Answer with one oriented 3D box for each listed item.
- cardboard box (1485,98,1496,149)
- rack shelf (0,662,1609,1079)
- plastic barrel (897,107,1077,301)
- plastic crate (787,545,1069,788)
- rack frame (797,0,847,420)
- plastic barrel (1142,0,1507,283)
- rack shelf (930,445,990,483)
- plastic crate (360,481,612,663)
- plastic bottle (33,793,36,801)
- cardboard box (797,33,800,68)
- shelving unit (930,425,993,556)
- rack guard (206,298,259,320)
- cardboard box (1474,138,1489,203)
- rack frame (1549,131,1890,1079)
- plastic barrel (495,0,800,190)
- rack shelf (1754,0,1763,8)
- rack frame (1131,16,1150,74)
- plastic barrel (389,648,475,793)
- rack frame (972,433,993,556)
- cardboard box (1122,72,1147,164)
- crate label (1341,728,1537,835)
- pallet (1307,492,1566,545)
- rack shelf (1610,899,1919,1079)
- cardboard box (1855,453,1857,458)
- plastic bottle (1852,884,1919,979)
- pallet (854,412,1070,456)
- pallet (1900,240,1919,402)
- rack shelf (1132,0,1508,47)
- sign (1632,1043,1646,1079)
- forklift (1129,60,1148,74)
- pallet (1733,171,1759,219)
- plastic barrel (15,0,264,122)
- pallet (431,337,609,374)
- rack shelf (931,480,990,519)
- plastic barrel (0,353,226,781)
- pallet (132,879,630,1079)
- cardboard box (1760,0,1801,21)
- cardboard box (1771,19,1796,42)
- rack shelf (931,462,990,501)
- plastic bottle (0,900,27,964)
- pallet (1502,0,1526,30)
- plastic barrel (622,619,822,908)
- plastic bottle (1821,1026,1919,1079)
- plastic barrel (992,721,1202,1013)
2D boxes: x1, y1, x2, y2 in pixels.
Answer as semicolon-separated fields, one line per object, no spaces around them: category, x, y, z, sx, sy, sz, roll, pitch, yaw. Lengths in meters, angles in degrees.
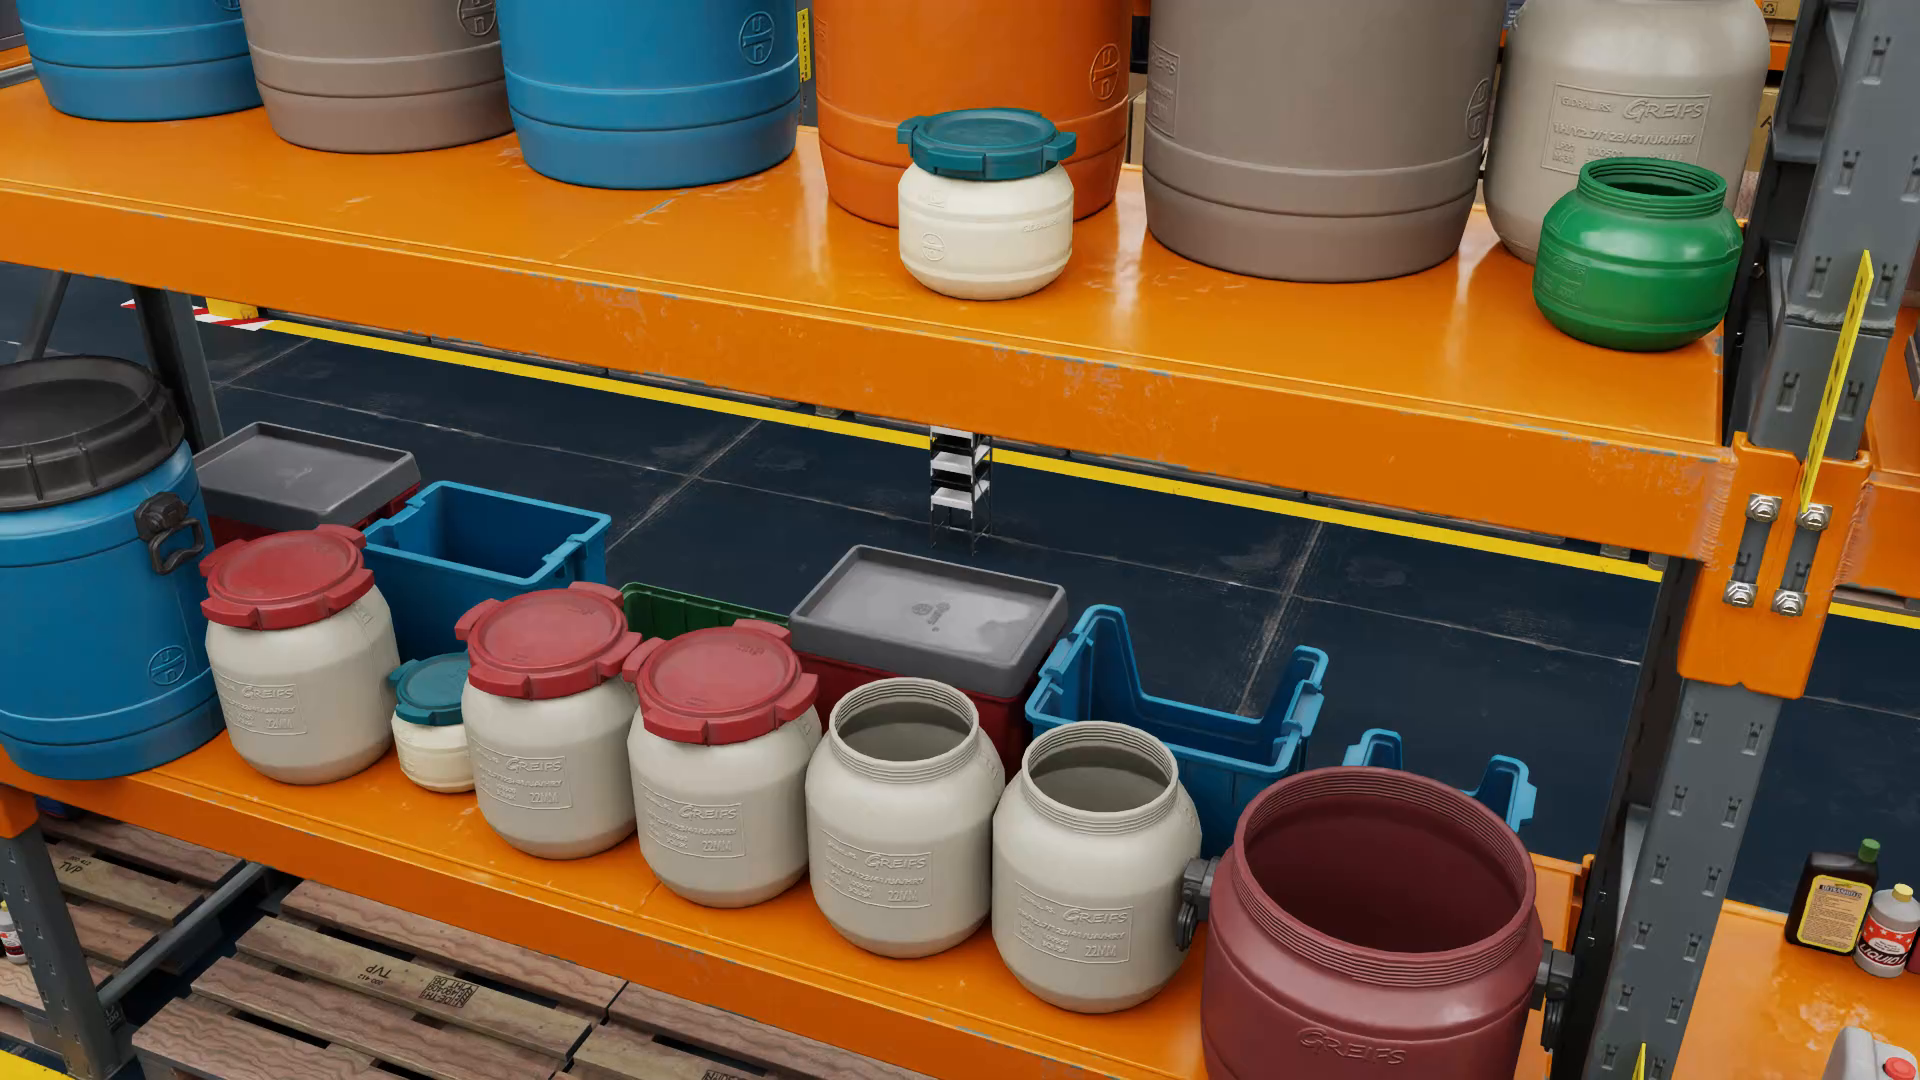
cardboard box;3.914;-3.067;12.222;0.500;0.500;0.700;11;31;19
rack shelf;-0.544;0.754;4.099;4.000;0.370;1.077;11;31;19
plastic barrel;0.043;-0.564;2.791;0.301;0.262;0.301;0;29;0
plastic crate;-0.073;0.345;4.027;0.583;0.464;0.402;11;31;19
rack frame;-0.531;-2.187;8.571;0.127;3.000;1.000;11;31;19
plastic barrel;0.630;-0.964;2.849;0.600;0.901;0.600;0;29;0
rack shelf;0.008;-0.361;7.542;0.200;0.077;0.258;11;31;19
plastic crate;-1.258;0.140;4.470;0.575;0.384;0.392;11;31;19
plastic bottle;-3.169;0.757;5.688;0.097;0.271;0.097;0;29;0
cardboard box;-0.864;-2.466;8.303;0.250;0.149;0.380;11;31;19
shelving unit;0.008;-0.390;7.526;0.210;0.900;0.258;11;31;19
rack guard;-4.260;-1.843;10.503;0.348;0.500;1.175;11;31;19
cardboard box;2.419;-1.662;7.733;0.500;0.311;0.500;11;31;19
rack frame;1.309;0.811;3.267;0.127;3.000;1.000;11;31;19
plastic barrel;-0.632;-1.216;3.295;0.708;0.901;0.600;11;31;19
rack shelf;5.028;-2.070;6.046;4.000;0.370;1.077;11;31;19
rack frame;1.328;-4.446;12.568;0.127;3.000;1.000;11;31;19
plastic barrel;-1.228;0.446;4.053;0.301;0.262;0.301;0;29;0
rack frame;0.102;-0.371;7.493;0.006;0.900;0.240;11;31;19
cardboard box;0.662;-1.984;8.109;0.500;0.500;0.500;14;32;23
crate label;1.060;0.635;3.748;0.416;0.233;0.303;11;31;19
pallet;2.427;-0.403;8.249;1.213;0.211;1.003;11;31;19
rack shelf;3.163;1.494;2.789;4.000;0.370;1.077;11;31;19
cardboard box;3.977;-0.242;7.222;0.500;0.500;0.500;10;31;17
plastic bottle;1.945;0.807;3.475;0.097;0.201;0.097;0;29;0
pallet;0.166;-0.855;9.047;1.213;0.211;1.003;11;31;19
pallet;1.981;-0.227;2.246;1.213;0.211;1.003;11;31;19
rack shelf;3.181;-3.763;12.091;4.000;0.370;1.077;11;31;19
sign;1.109;0.992;2.781;0.005;0.325;0.100;11;31;19
forklift;0.664;-2.828;9.775;3.031;2.935;1.130;10;31;18
pallet;3.830;-1.270;7.144;1.003;0.211;1.213;11;31;19
plastic barrel;-1.844;-1.458;3.723;0.708;0.901;0.600;11;31;19
pallet;-2.387;-1.364;9.949;1.213;0.211;1.003;11;31;19
rack shelf;0.008;-0.205;7.631;0.200;0.077;0.258;11;31;19
plastic barrel;-2.153;0.062;4.082;0.708;0.901;0.600;11;31;19
pallet;-1.655;1.412;5.037;1.213;0.211;1.003;11;31;19
cardboard box;5.388;-3.682;10.791;0.500;0.500;0.500;12;32;21
cardboard box;5.482;-3.389;10.932;0.250;0.149;0.380;12;32;20
rack shelf;0.008;-0.283;7.587;0.200;0.077;0.258;11;31;19
plastic bottle;-2.851;1.172;5.024;0.097;0.201;0.097;0;29;0
pallet;4.334;-3.706;11.453;1.003;0.211;1.213;11;31;19
plastic barrel;-0.512;0.504;3.671;0.433;0.535;0.433;0;29;0
plastic bottle;1.646;1.023;3.018;0.135;0.276;0.152;11;31;19
plastic barrel;0.276;0.669;3.404;0.421;0.512;0.421;0;29;0
